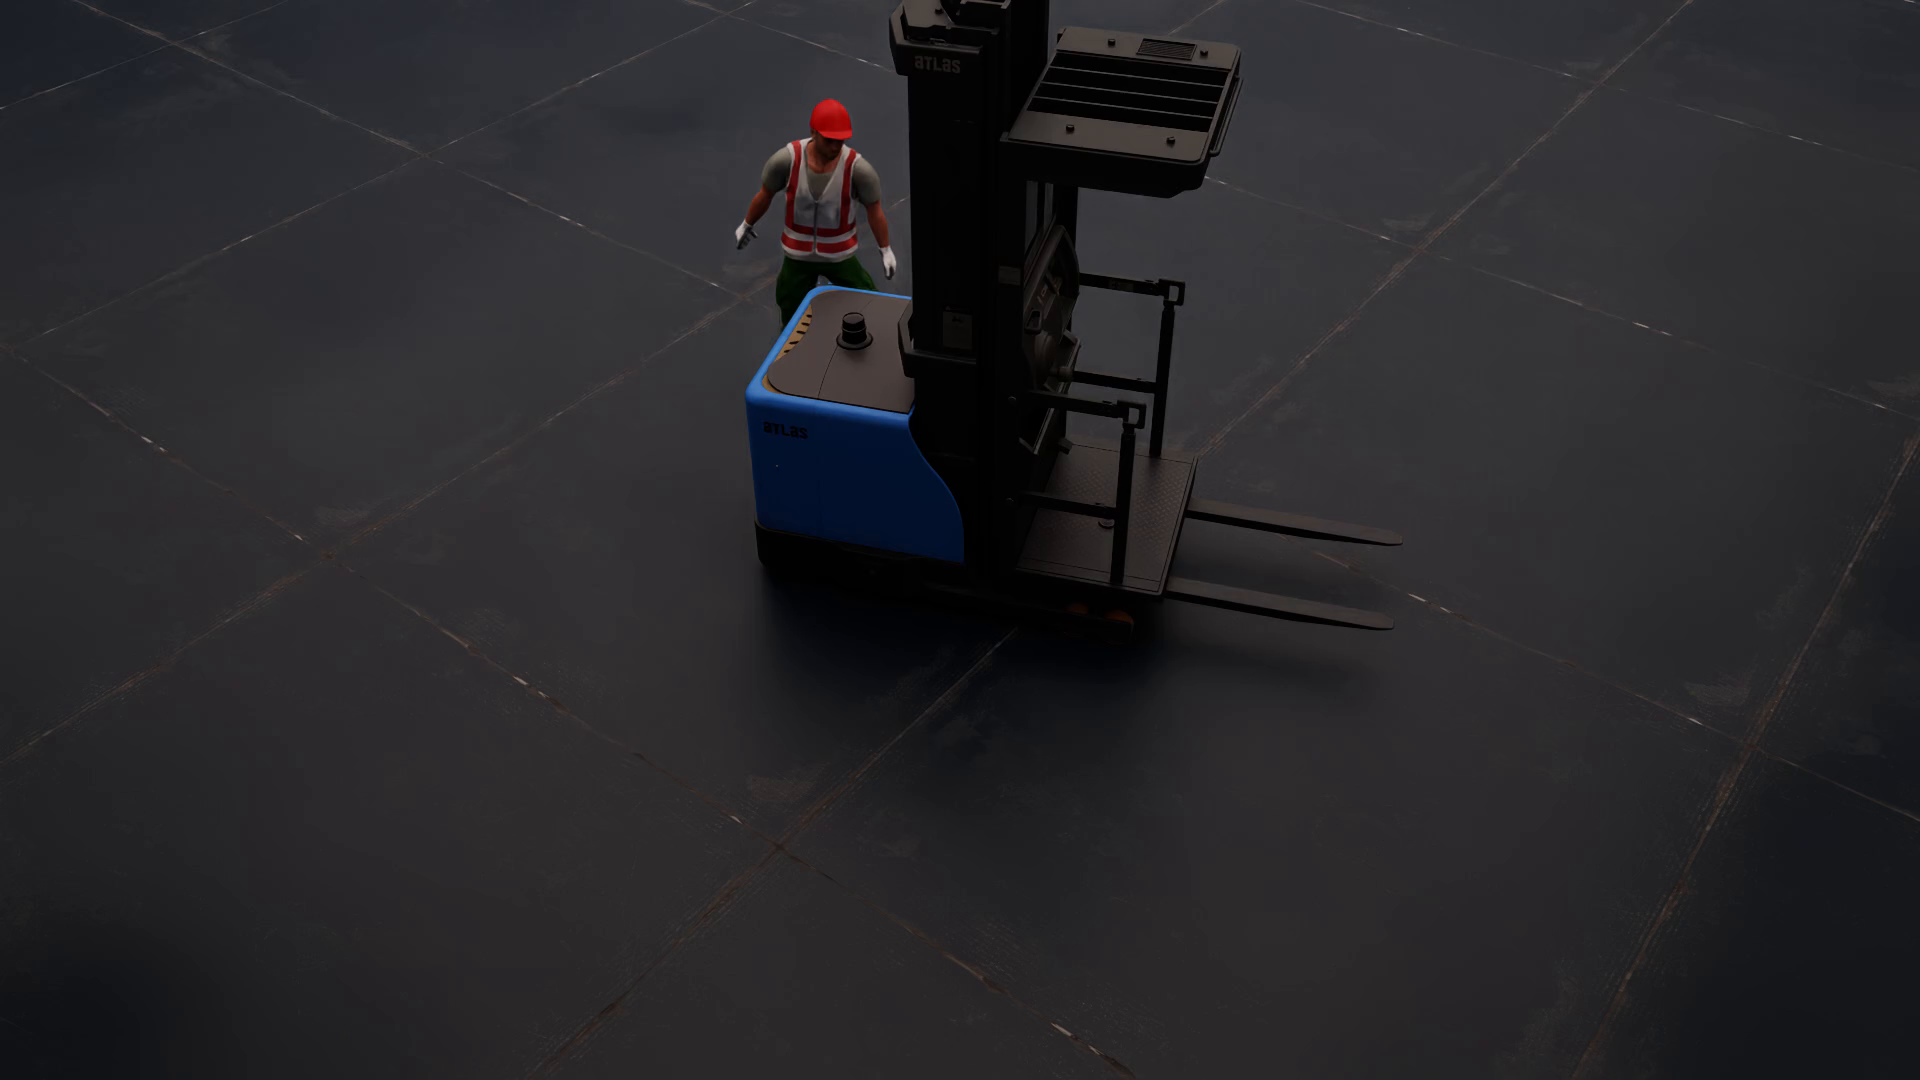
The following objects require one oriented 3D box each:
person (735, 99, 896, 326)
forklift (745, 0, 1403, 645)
[{"bbox_3d":[-0.767,-1.586,8.901,0.894,1.734,0.503,4,41,4],"label":"person"},{"bbox_3d":[0.587,-1.011,7.260,3.031,2.935,1.130,10,41,12],"label":"forklift"}]
